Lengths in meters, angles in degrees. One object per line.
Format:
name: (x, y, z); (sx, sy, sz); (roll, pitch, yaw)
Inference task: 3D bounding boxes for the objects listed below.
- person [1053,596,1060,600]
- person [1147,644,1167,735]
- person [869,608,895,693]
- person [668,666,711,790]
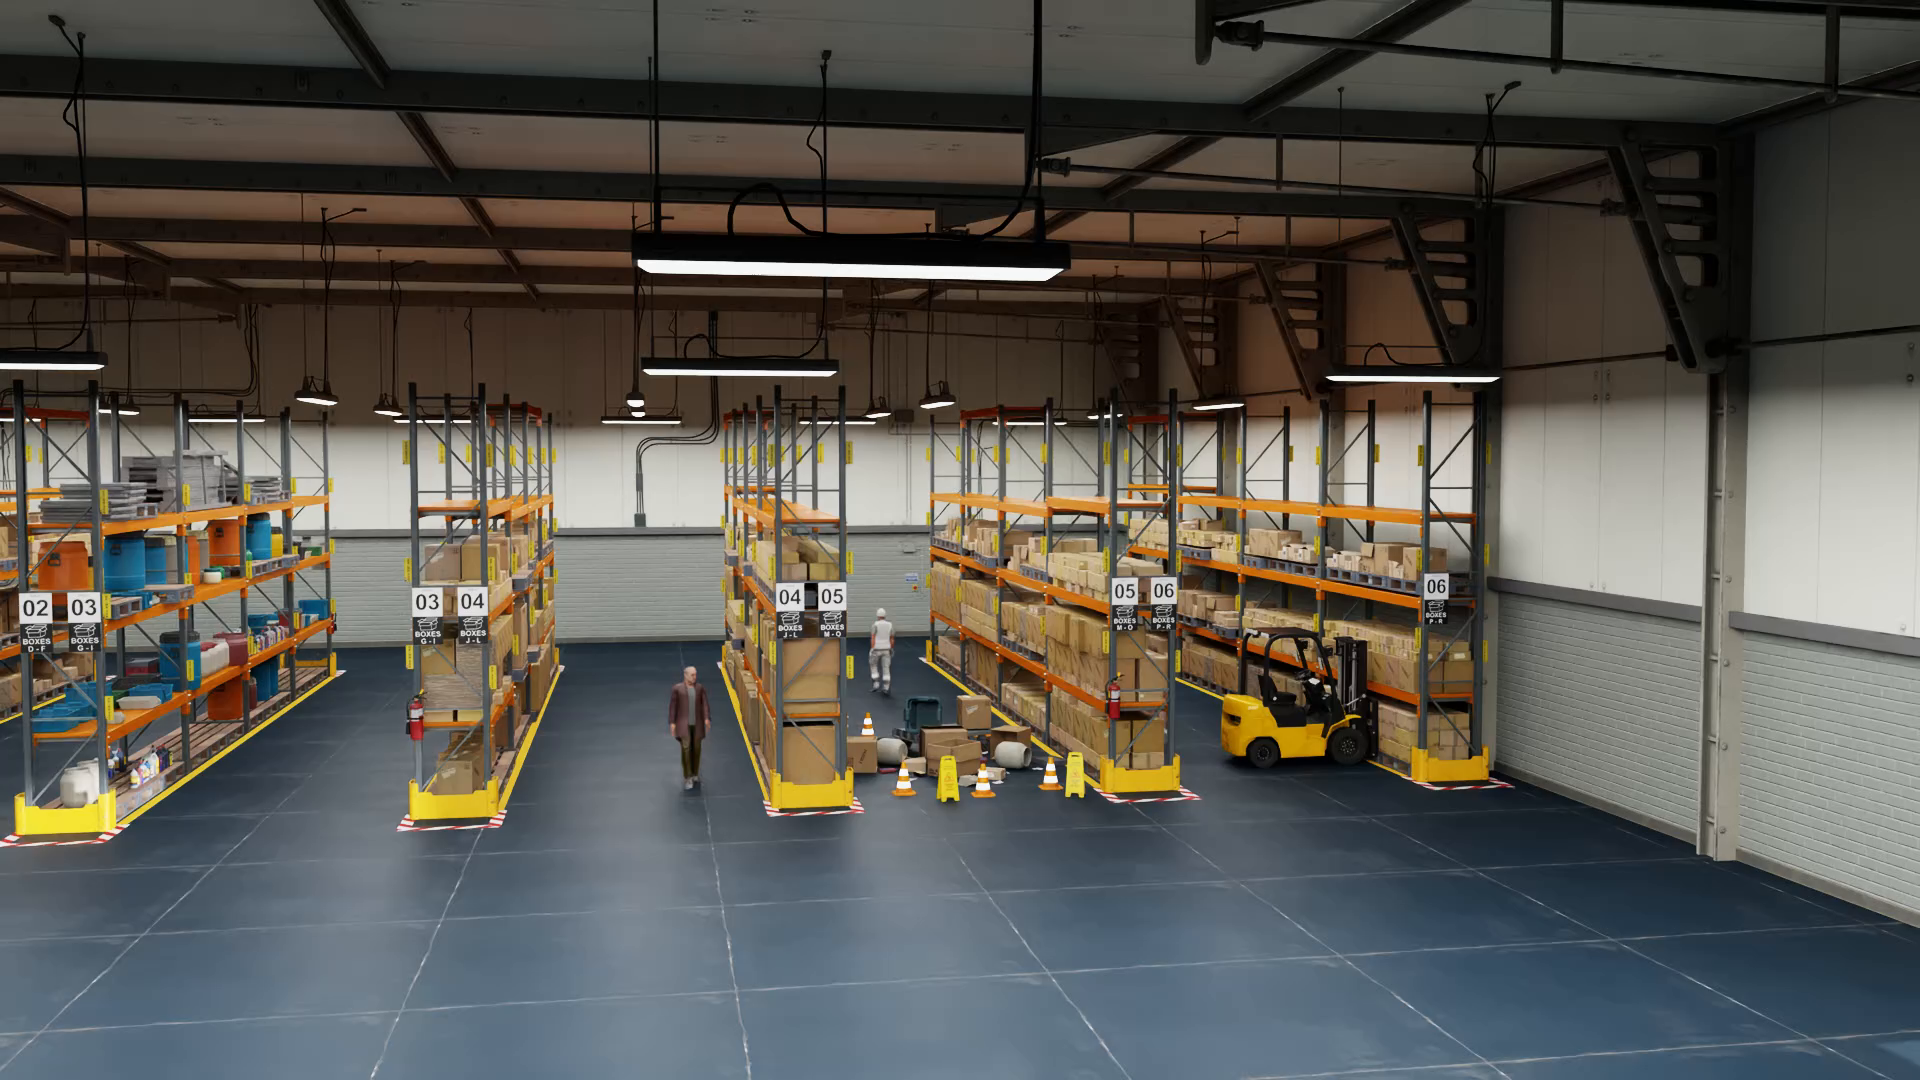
person: (2.390, 1.985, 42.823); (0.964, 1.689, 0.534); (-1, 3, -17)
person: (3.421, 2.678, 29.327); (0.503, 1.660, 0.471); (0, 3, -2)
person: (-1.643, 2.344, 35.029); (0.591, 1.808, 0.543); (-1, 3, -24)
person: (-4.070, 2.846, 25.313); (0.608, 1.804, 0.727); (-2, 3, -28)
